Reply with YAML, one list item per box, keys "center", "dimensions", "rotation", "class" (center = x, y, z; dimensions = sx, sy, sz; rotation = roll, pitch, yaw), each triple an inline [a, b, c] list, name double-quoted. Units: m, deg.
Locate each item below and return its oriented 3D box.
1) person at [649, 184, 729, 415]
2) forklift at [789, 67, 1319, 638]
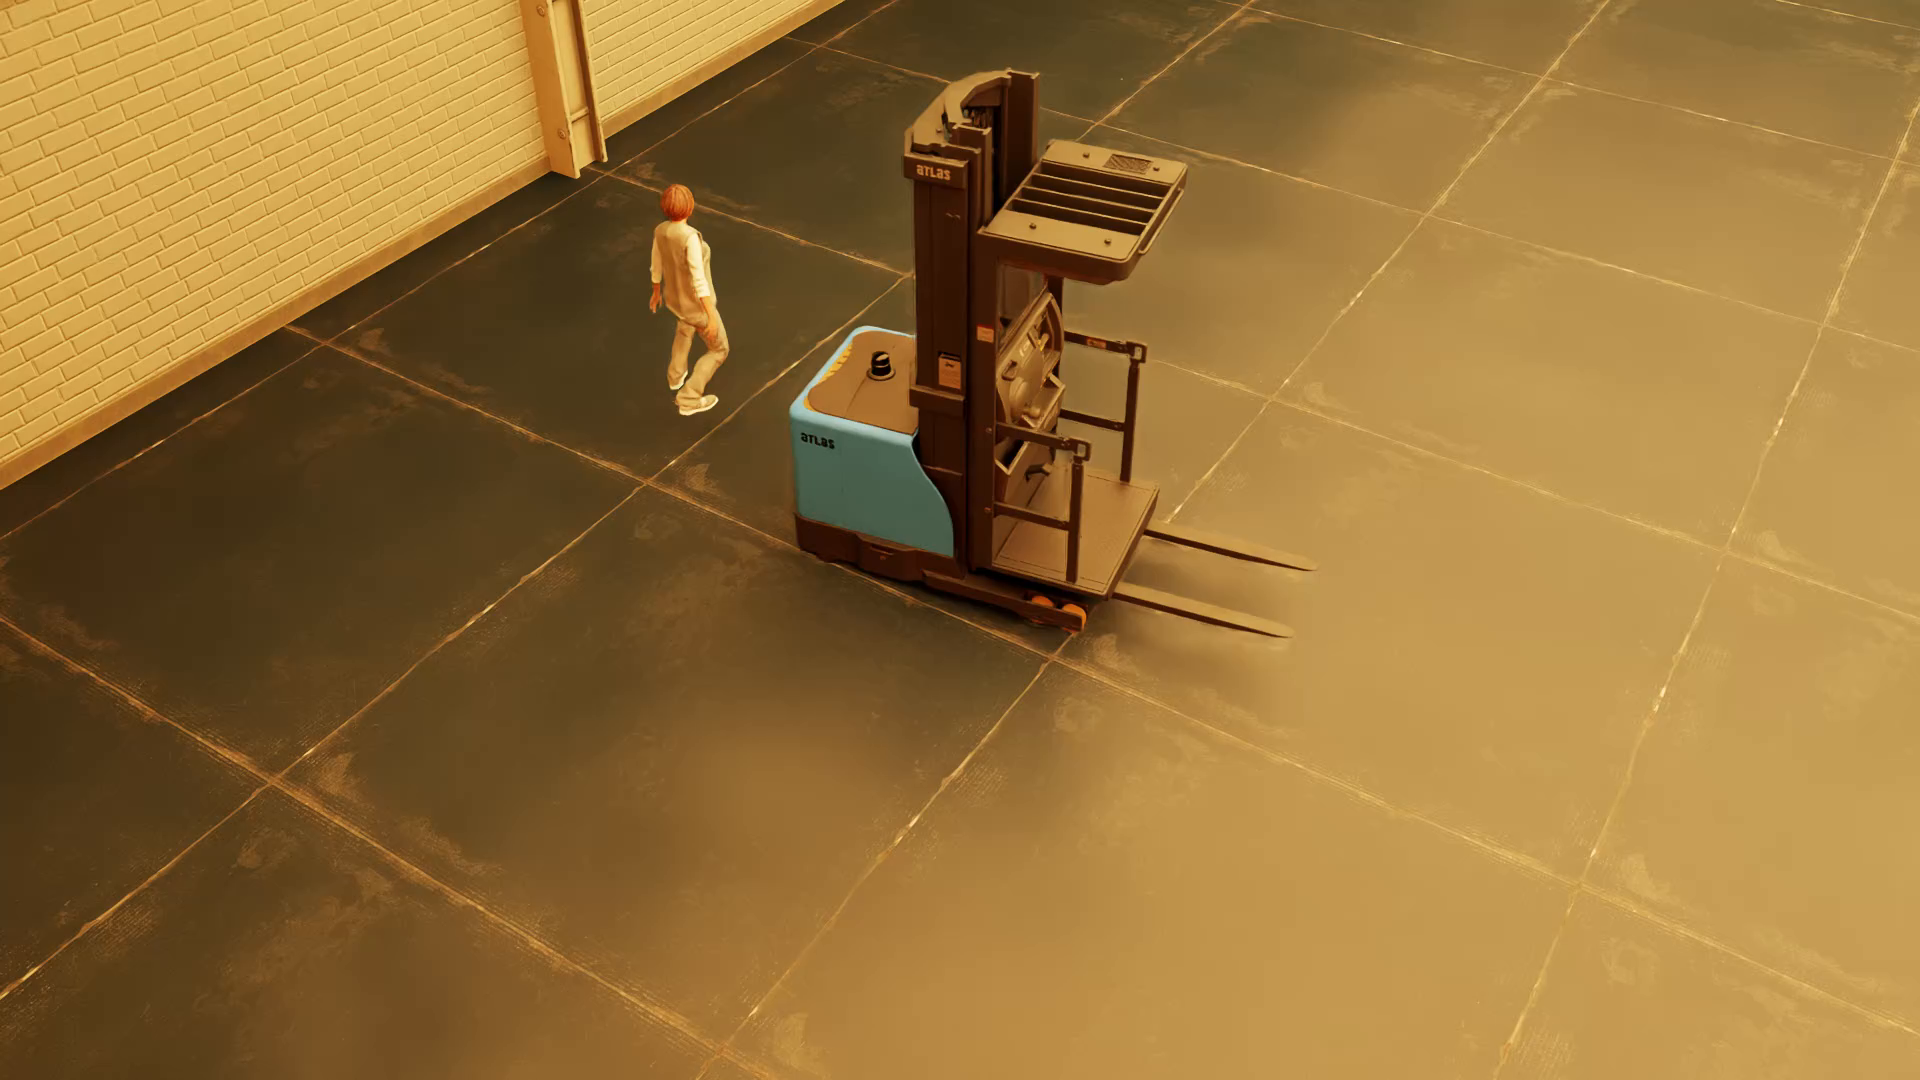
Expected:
- center: [-1.735, -1.496, 10.510]
  dimensions: [0.438, 1.499, 0.722]
  rotation: [-29, 48, -30]
  class: "person"
- center: [0.572, -0.975, 9.117]
  dimensions: [3.031, 2.935, 1.130]
  rotation: [15, 42, 17]
  class: "forklift"
